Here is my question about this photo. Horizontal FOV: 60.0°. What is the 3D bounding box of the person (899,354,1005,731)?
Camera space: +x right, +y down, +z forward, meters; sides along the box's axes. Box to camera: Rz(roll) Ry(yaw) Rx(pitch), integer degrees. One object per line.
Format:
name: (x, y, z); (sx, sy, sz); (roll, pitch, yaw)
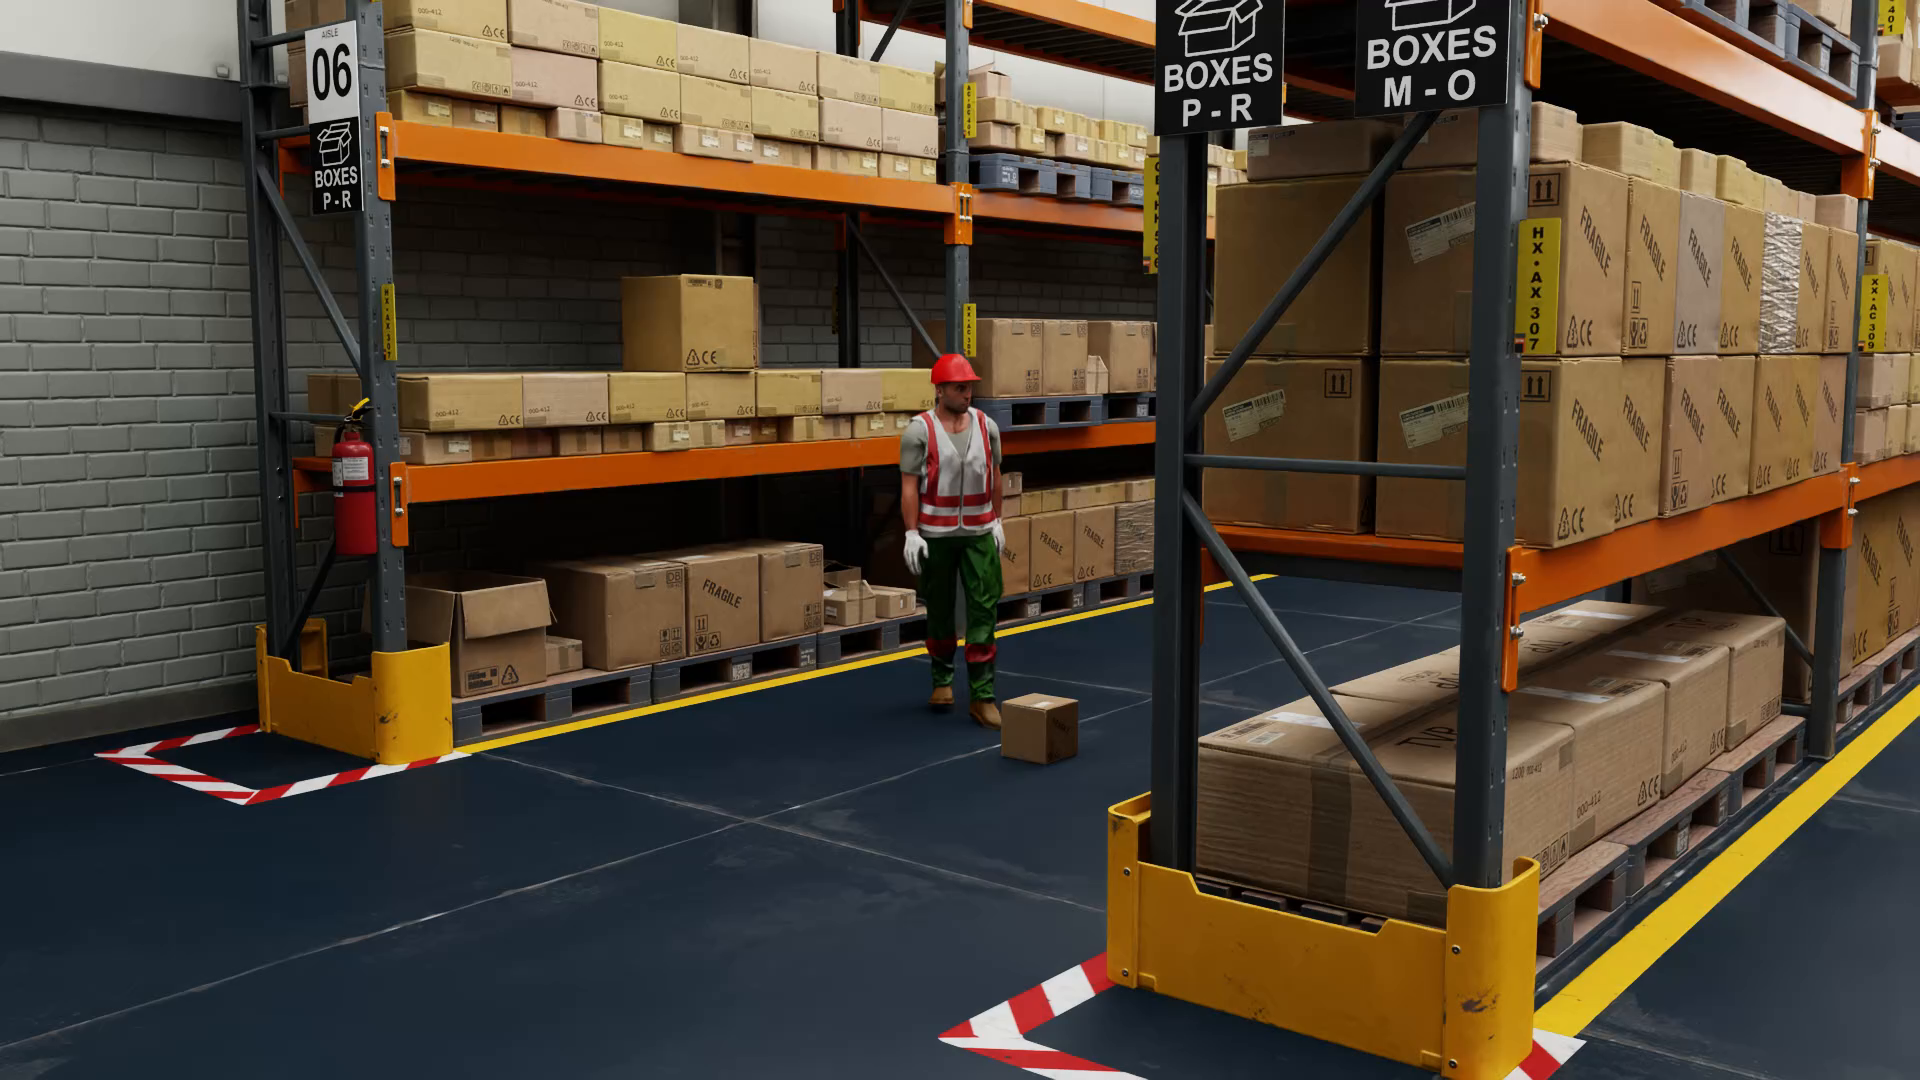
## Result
person: (-0.020, -0.009, 8.172); (0.557, 1.800, 0.689); (-1, 7, -11)
